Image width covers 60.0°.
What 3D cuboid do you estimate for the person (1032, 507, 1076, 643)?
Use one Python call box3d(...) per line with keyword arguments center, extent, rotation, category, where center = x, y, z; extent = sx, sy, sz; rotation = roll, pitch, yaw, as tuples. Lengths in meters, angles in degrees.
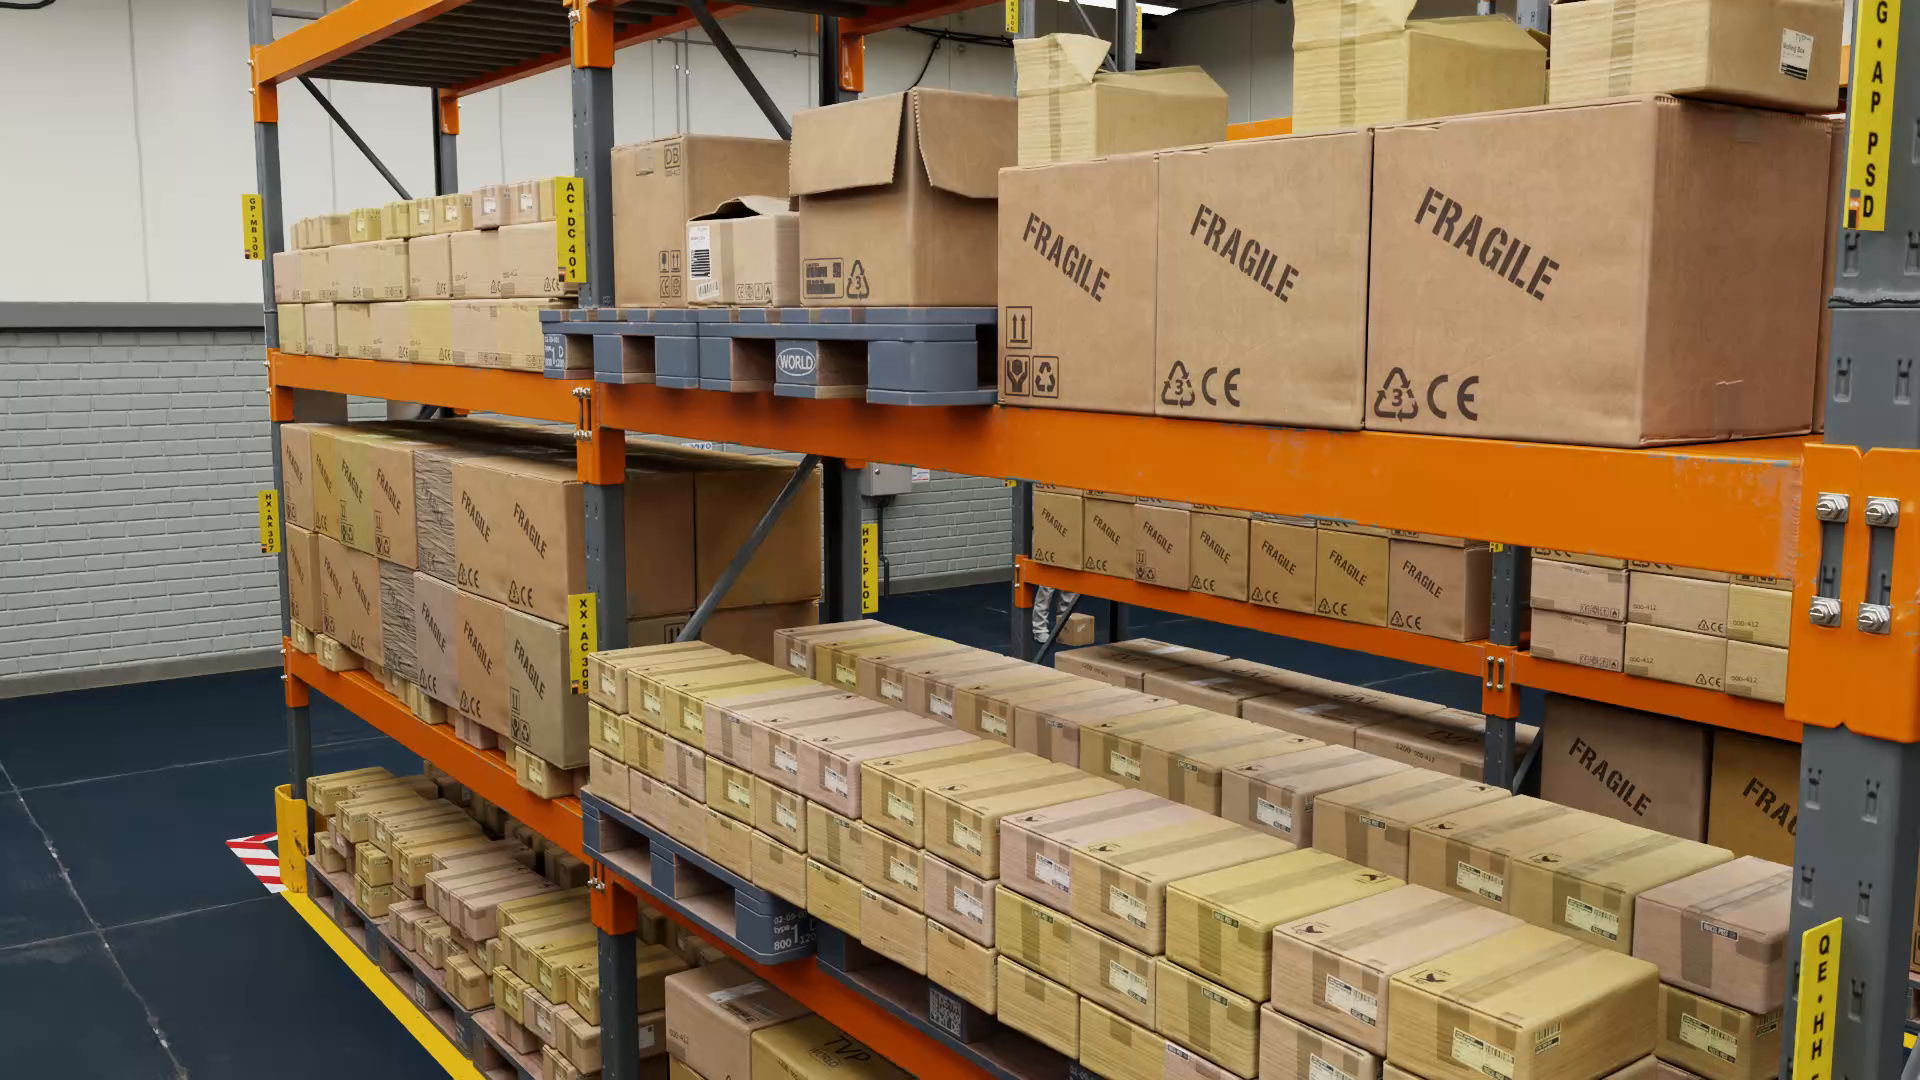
box3d(center=(0.927, 0.046, 15.411), extent=(0.630, 1.776, 0.443), rotation=(-6, 10, -39), category="person")
